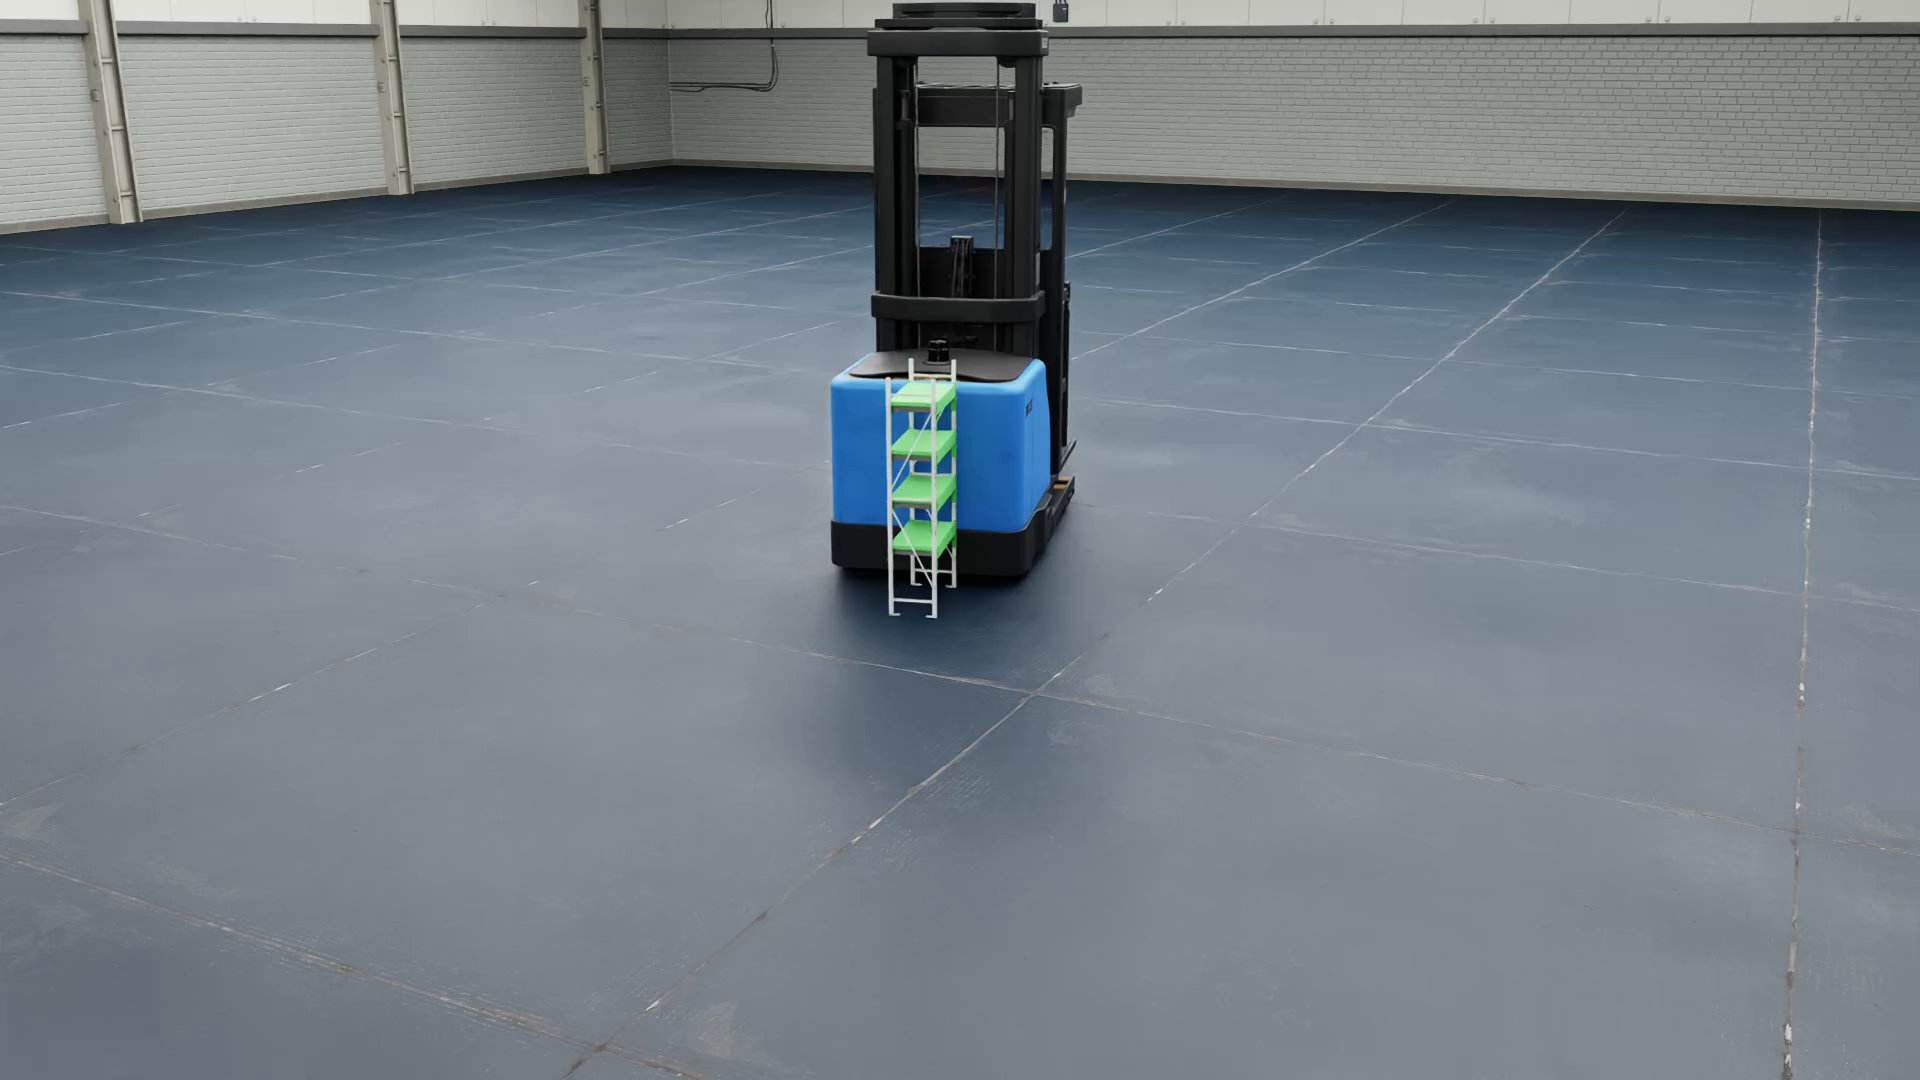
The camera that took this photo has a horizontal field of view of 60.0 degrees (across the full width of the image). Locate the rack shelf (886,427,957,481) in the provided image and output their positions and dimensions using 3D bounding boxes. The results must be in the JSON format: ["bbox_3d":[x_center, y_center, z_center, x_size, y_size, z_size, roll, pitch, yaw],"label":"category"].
[{"bbox_3d":[-0.187,-0.433,8.250,0.258,0.148,0.480,3,17,11],"label":"rack shelf"}]

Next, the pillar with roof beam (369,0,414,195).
[{"bbox_3d":[-6.850,-10.391,28.704,9.100,9.000,0.400,8,18,25],"label":"pillar with roof beam"}]

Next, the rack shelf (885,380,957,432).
[{"bbox_3d":[-0.187,-0.662,8.180,0.258,0.148,0.480,3,17,11],"label":"rack shelf"}]

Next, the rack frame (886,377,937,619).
[{"bbox_3d":[-0.234,-0.195,8.072,0.240,1.200,0.015,3,17,11],"label":"rack frame"}]

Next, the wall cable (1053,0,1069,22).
[{"bbox_3d":[2.965,-13.468,33.089,2.305,6.003,0.169,8,18,25],"label":"wall cable"}]

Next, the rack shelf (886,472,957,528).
[{"bbox_3d":[-0.186,-0.203,8.319,0.258,0.148,0.480,3,17,11],"label":"rack shelf"}]

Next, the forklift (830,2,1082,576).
[{"bbox_3d":[0.102,-1.593,9.739,1.130,2.935,3.031,3,17,11],"label":"forklift"}]

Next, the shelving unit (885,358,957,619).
[{"bbox_3d":[-0.186,-0.264,8.301,0.258,1.200,0.503,3,17,11],"label":"shelving unit"}]

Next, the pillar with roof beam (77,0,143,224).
[{"bbox_3d":[-9.531,-8.863,23.559,9.100,9.000,0.400,8,18,25],"label":"pillar with roof beam"}]

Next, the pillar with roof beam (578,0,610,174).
[{"bbox_3d":[-4.169,-11.919,33.850,9.100,9.000,0.400,8,18,25],"label":"pillar with roof beam"}]

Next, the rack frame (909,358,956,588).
[{"bbox_3d":[-0.139,-0.334,8.530,0.240,1.200,0.015,3,17,11],"label":"rack frame"}]

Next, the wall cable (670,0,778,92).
[{"bbox_3d":[-5.521,-11.561,38.096,3.097,2.526,0.112,8,18,25],"label":"wall cable"}]

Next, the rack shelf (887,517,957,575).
[{"bbox_3d":[-0.186,0.027,8.389,0.258,0.148,0.480,3,17,11],"label":"rack shelf"}]
